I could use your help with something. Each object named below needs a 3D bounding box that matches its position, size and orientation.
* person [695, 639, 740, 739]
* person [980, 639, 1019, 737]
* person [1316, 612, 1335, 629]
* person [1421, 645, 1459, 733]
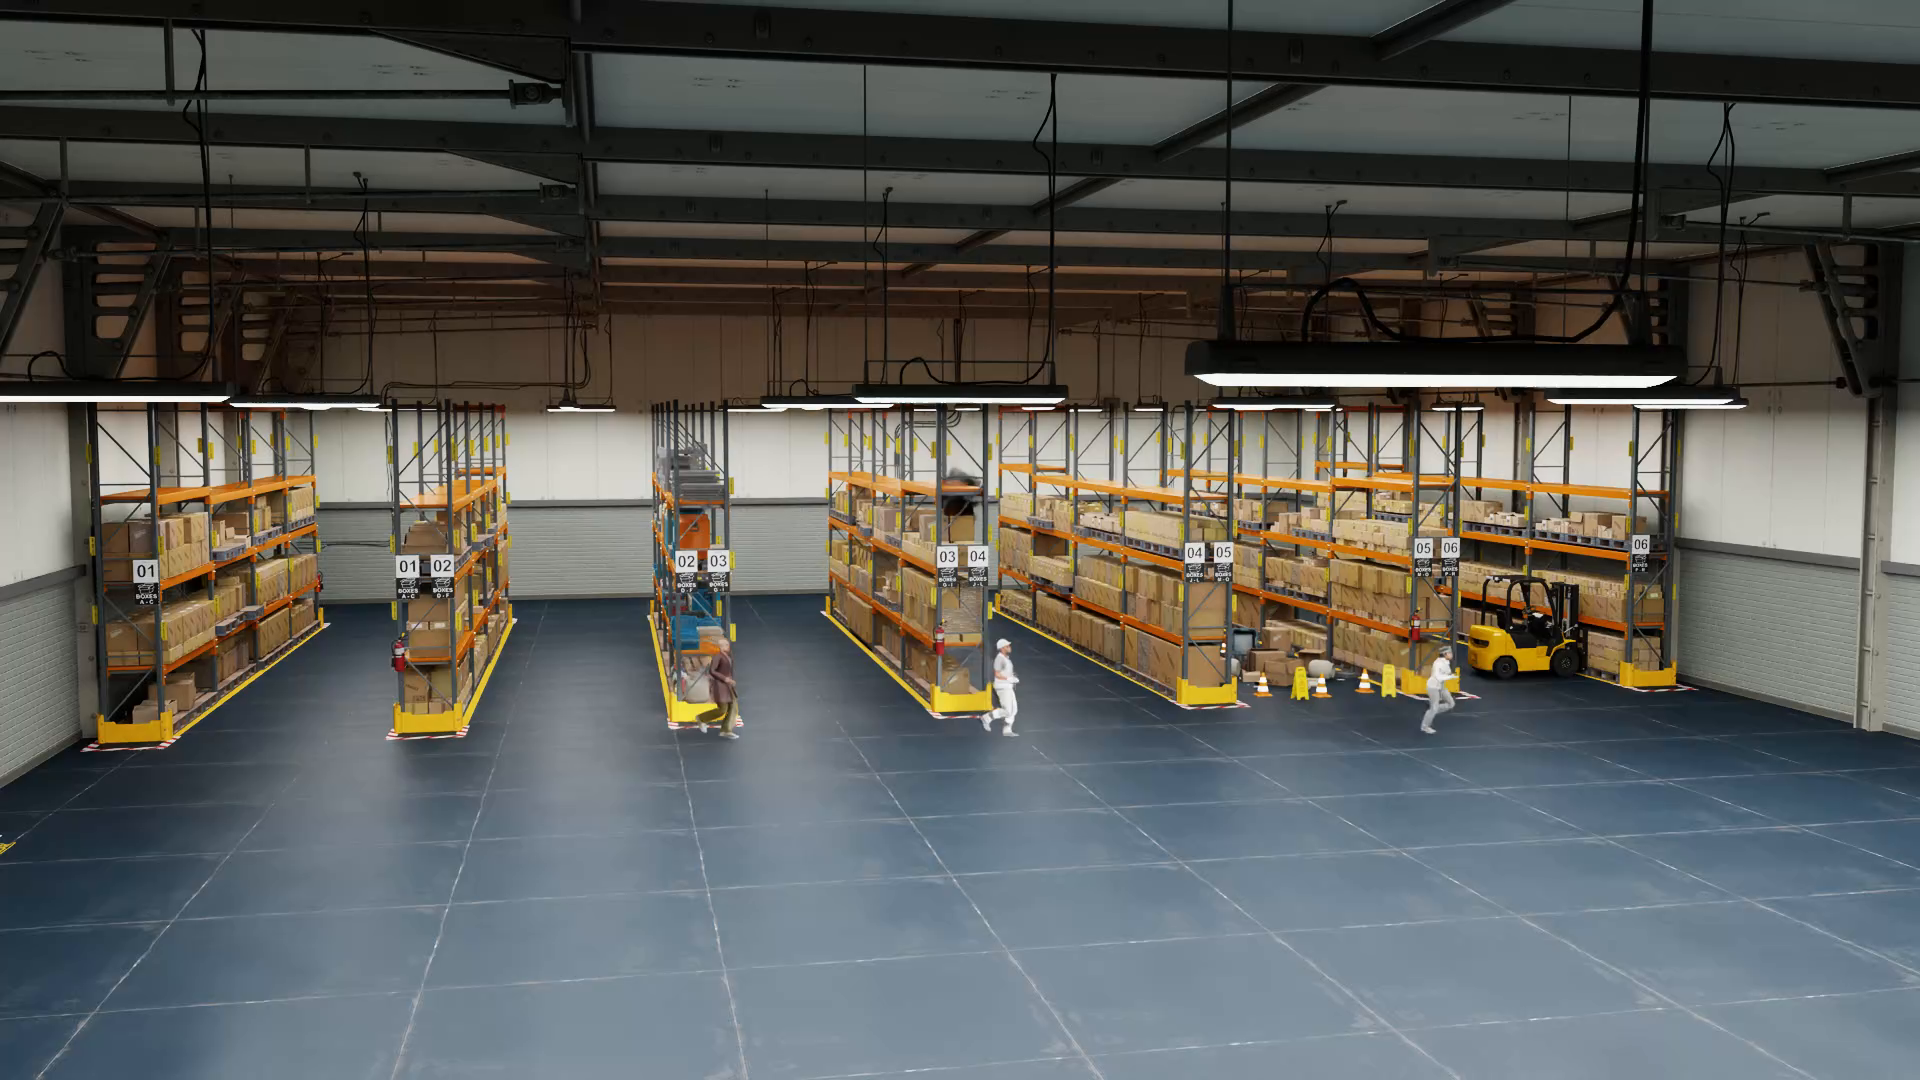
[{"bbox_3d":[-4.266,2.636,29.563,0.812,1.754,0.729,1,4,16],"label":"person"},{"bbox_3d":[0.730,2.625,29.511,0.714,1.749,0.653,1,4,14],"label":"person"},{"bbox_3d":[9.352,1.664,42.499,0.564,1.728,0.899,-1,4,-17],"label":"person"},{"bbox_3d":[8.603,2.669,29.783,0.713,1.622,0.593,3,6,39],"label":"person"}]
